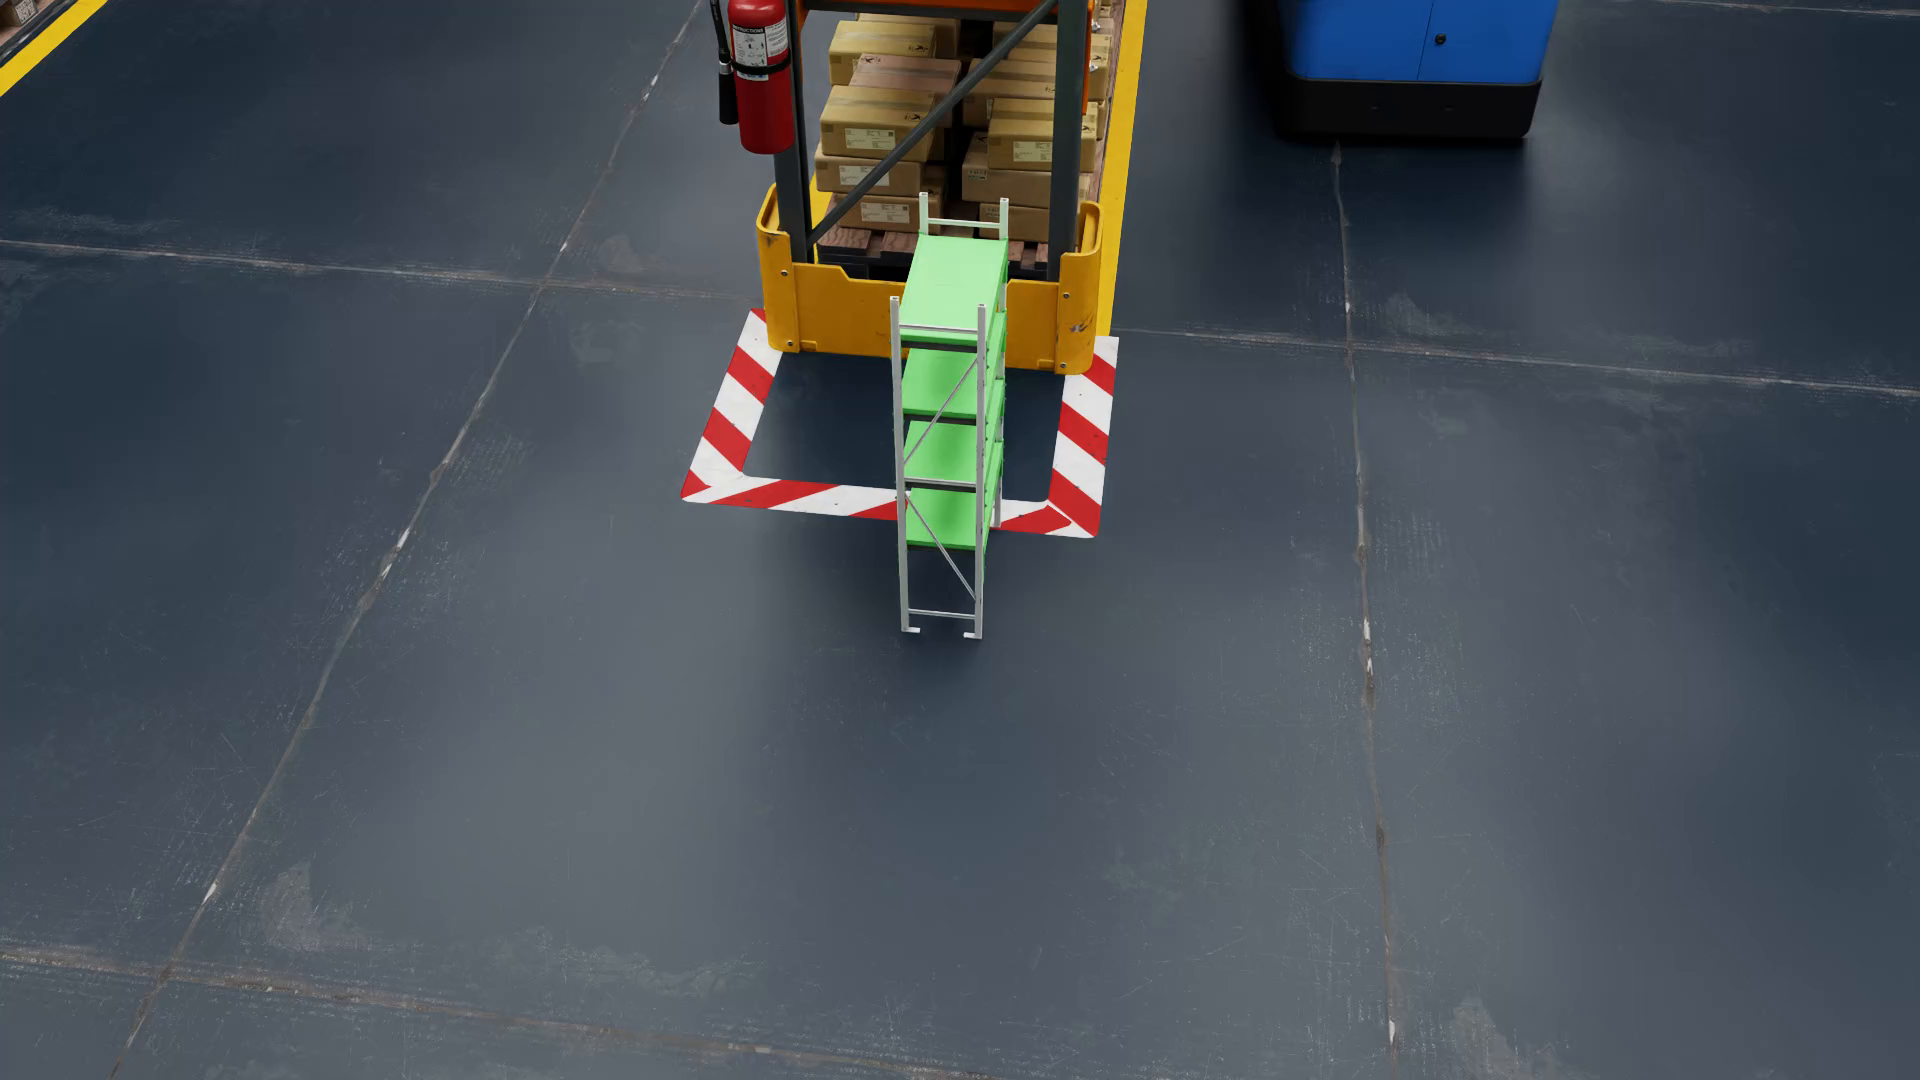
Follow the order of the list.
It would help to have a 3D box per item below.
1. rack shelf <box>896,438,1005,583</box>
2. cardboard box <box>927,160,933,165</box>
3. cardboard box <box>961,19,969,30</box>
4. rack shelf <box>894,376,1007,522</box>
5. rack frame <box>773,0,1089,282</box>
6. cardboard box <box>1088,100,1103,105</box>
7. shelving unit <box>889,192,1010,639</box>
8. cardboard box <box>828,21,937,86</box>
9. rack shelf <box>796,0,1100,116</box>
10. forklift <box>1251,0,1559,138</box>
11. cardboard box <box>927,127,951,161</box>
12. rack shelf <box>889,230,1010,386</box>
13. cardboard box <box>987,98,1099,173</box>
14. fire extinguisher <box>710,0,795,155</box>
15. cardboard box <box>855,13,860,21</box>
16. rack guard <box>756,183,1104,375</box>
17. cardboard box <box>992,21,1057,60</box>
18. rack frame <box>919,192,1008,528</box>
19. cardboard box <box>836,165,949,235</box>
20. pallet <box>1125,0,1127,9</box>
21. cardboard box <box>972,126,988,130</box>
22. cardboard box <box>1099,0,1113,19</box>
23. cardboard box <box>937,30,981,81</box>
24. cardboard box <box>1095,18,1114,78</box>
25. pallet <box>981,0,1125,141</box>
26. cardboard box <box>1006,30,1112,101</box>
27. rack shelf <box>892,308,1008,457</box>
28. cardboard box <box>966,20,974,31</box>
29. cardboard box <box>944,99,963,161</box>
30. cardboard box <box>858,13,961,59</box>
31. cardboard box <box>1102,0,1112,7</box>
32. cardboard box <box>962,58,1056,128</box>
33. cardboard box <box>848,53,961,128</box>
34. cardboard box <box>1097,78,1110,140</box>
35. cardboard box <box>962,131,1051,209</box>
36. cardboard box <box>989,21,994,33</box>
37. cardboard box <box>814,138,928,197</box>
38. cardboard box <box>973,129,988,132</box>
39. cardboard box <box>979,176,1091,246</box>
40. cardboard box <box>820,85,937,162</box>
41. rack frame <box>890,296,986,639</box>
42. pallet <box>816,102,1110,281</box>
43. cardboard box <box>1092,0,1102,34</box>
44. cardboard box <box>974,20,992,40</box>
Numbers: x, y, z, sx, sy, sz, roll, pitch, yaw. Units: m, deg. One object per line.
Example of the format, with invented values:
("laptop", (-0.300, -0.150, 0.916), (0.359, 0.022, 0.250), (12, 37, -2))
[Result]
("rack shelf", (-0.022, -0.102, 4.927), (0.258, 0.148, 0.480), (5, 44, 6))
("cardboard box", (-0.313, -1.462, 6.381), (0.380, 0.149, 0.250), (6, 44, 7))
("cardboard box", (-0.148, -2.275, 7.023), (0.380, 0.149, 0.250), (7, 44, 8))
("rack shelf", (-0.022, -0.276, 4.762), (0.258, 0.148, 0.480), (5, 44, 6))
("rack frame", (-0.109, -1.783, 4.951), (1.000, 3.000, 0.127), (5, 44, 6))
("cardboard box", (0.393, -1.863, 6.588), (0.380, 0.149, 0.250), (7, 44, 7))
("shelving unit", (-0.022, -0.323, 4.718), (0.258, 1.200, 0.503), (5, 44, 6))
("cardboard box", (-0.292, -1.854, 6.362), (0.380, 0.149, 0.250), (4, 44, 5))
("rack shelf", (0.155, -2.885, 6.638), (1.077, 0.370, 4.000), (5, 44, 6))
("forklift", (1.944, -3.736, 7.064), (1.130, 2.935, 3.031), (2, 43, 2))
("cardboard box", (-0.235, -1.567, 6.275), (0.380, 0.149, 0.250), (4, 44, 5))
("rack shelf", (-0.022, -0.625, 4.432), (0.258, 0.148, 0.480), (5, 44, 6))
("cardboard box", (0.297, -1.442, 5.927), (0.380, 0.149, 0.250), (3, 44, 4))
("fire extinguisher", (-0.600, -1.490, 4.969), (0.296, 0.674, 0.183), (5, 44, 6))
("cardboard box", (-0.215, -2.213, 6.741), (0.380, 0.149, 0.250), (7, 44, 7))
("rack guard", (-0.099, -0.927, 5.865), (1.175, 0.500, 0.348), (5, 44, 6))
("cardboard box", (0.325, -1.978, 6.493), (0.380, 0.149, 0.250), (3, 44, 3))
("rack frame", (0.010, -0.489, 4.894), (0.240, 1.200, 0.015), (5, 44, 6))
("cardboard box", (-0.247, -1.278, 6.186), (0.380, 0.149, 0.250), (6, 44, 6))
("pallet", (0.366, -3.036, 8.302), (1.003, 0.211, 1.213), (5, 44, 6))
("cardboard box", (0.251, -1.698, 6.414), (0.380, 0.149, 0.250), (6, 44, 6))
("cardboard box", (0.468, -2.284, 7.248), (0.380, 0.149, 0.250), (5, 44, 6))
("cardboard box", (-0.118, -1.922, 6.650), (0.380, 0.149, 0.250), (5, 44, 5))
("cardboard box", (0.457, -2.093, 7.046), (0.380, 0.149, 0.250), (3, 44, 3))
("pallet", (0.207, -2.202, 7.422), (1.003, 0.211, 1.213), (5, 44, 6))
("cardboard box", (0.374, -1.801, 6.306), (0.380, 0.149, 0.250), (5, 44, 5))
("rack shelf", (-0.022, -0.451, 4.597), (0.258, 0.148, 0.480), (5, 44, 6))
("cardboard box", (-0.145, -2.168, 7.126), (0.380, 0.149, 0.250), (6, 44, 6))
("cardboard box", (-0.193, -1.635, 6.563), (0.380, 0.149, 0.250), (5, 44, 5))
("cardboard box", (-0.195, -2.025, 6.542), (0.380, 0.149, 0.250), (4, 44, 4))
("cardboard box", (0.451, -2.341, 6.876), (0.380, 0.149, 0.250), (6, 44, 6))
("cardboard box", (0.214, -1.641, 6.137), (0.380, 0.149, 0.250), (6, 44, 6))
("cardboard box", (-0.201, -1.666, 6.163), (0.380, 0.149, 0.250), (6, 44, 6))
("cardboard box", (0.399, -1.748, 6.683), (0.380, 0.149, 0.250), (6, 44, 6))
("cardboard box", (0.214, -1.342, 6.037), (0.380, 0.149, 0.250), (7, 44, 7))
("cardboard box", (0.328, -2.241, 6.987), (0.380, 0.149, 0.250), (7, 44, 8))
("cardboard box", (-0.323, -1.394, 6.092), (0.380, 0.149, 0.250), (4, 44, 4))
("cardboard box", (0.257, -1.584, 6.509), (0.380, 0.149, 0.250), (6, 44, 6))
("cardboard box", (0.277, -1.228, 6.134), (0.380, 0.149, 0.250), (6, 44, 6))
("cardboard box", (-0.291, -1.500, 5.988), (0.380, 0.149, 0.250), (6, 44, 6))
("rack frame", (-0.054, -0.156, 4.543), (0.240, 1.200, 0.015), (5, 44, 6))
("pallet", (0.043, -1.373, 6.546), (1.003, 0.211, 1.213), (5, 44, 6))
("cardboard box", (0.371, -2.166, 6.691), (0.380, 0.149, 0.250), (7, 44, 7))
("cardboard box", (-0.038, -2.333, 7.301), (0.380, 0.149, 0.250), (6, 44, 7))
